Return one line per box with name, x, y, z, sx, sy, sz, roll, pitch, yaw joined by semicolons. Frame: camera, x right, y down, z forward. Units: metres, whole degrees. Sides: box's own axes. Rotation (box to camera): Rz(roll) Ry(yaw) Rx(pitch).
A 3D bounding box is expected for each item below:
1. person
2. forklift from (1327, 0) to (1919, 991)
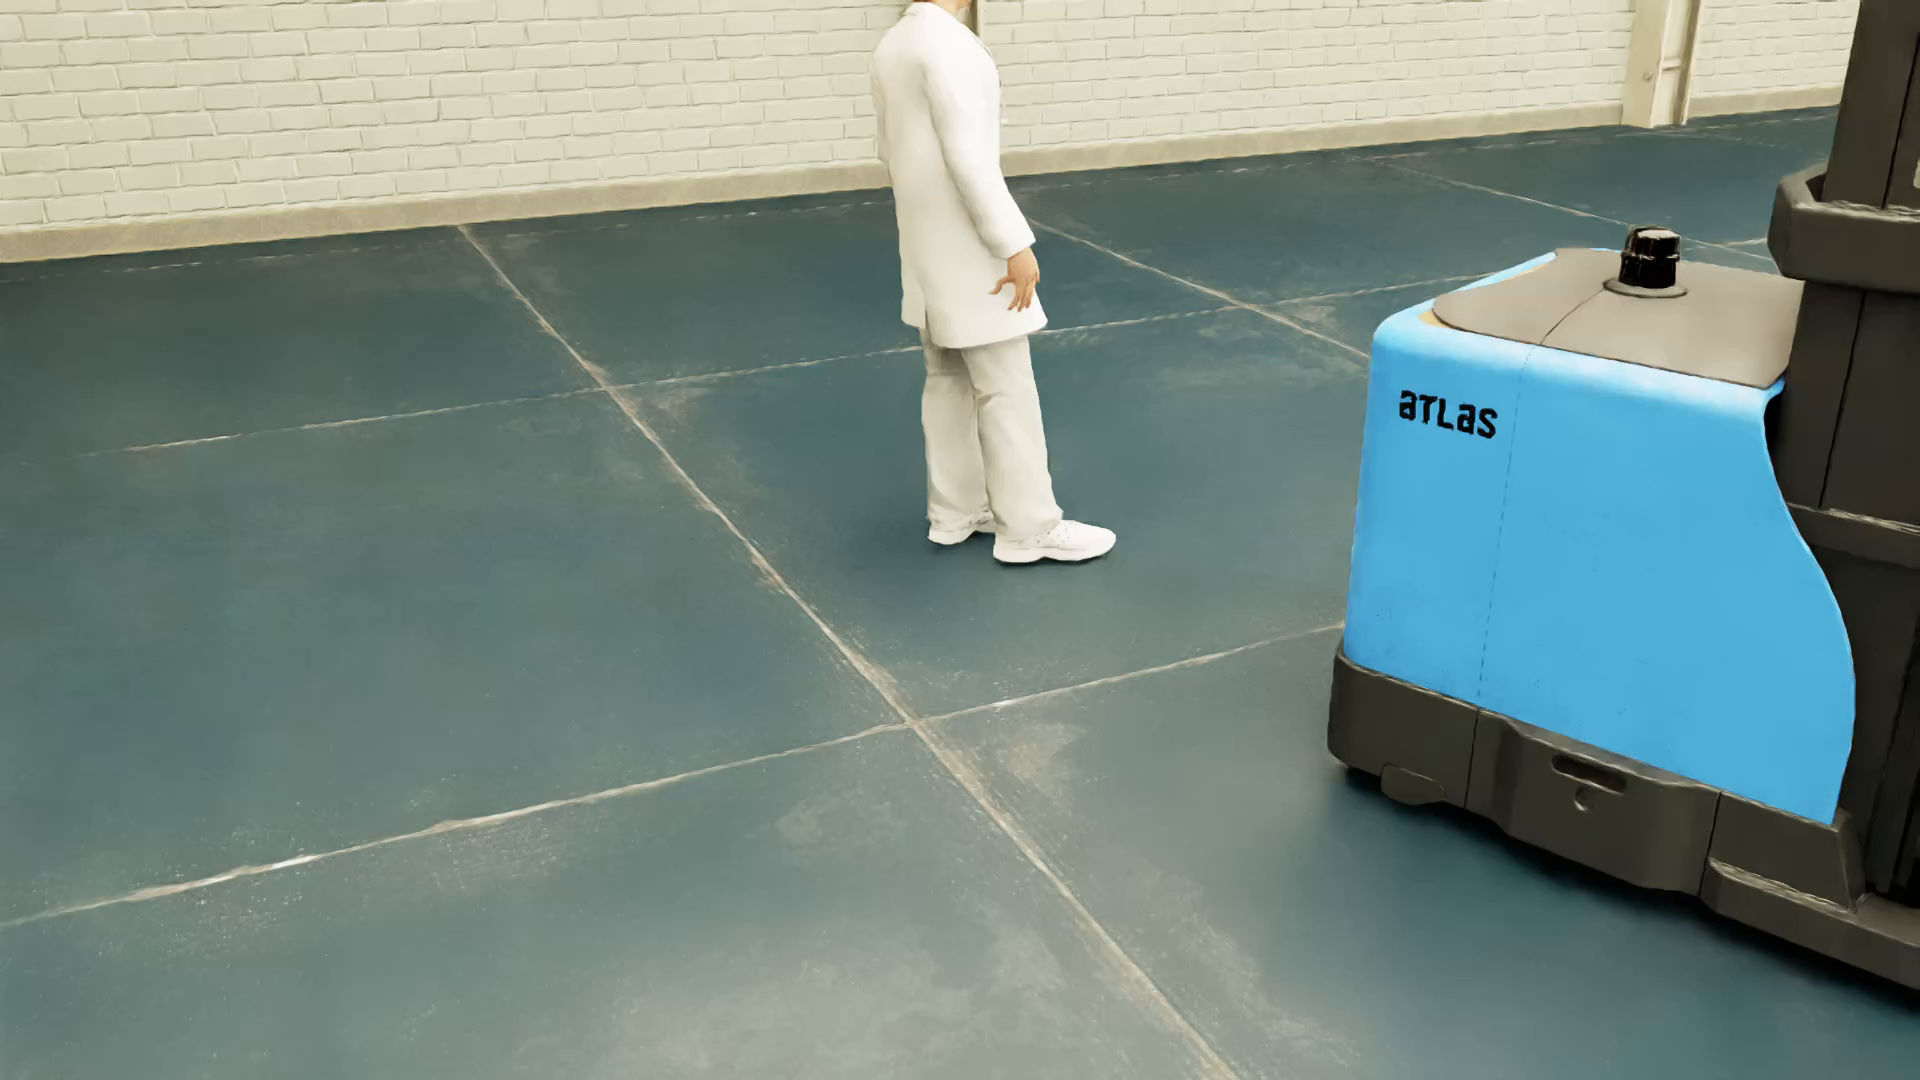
person;0.084;-0.841;4.795;0.579;1.776;0.694;-10;25;-23
forklift;2.270;-0.574;2.667;3.031;2.935;1.130;19;29;38
